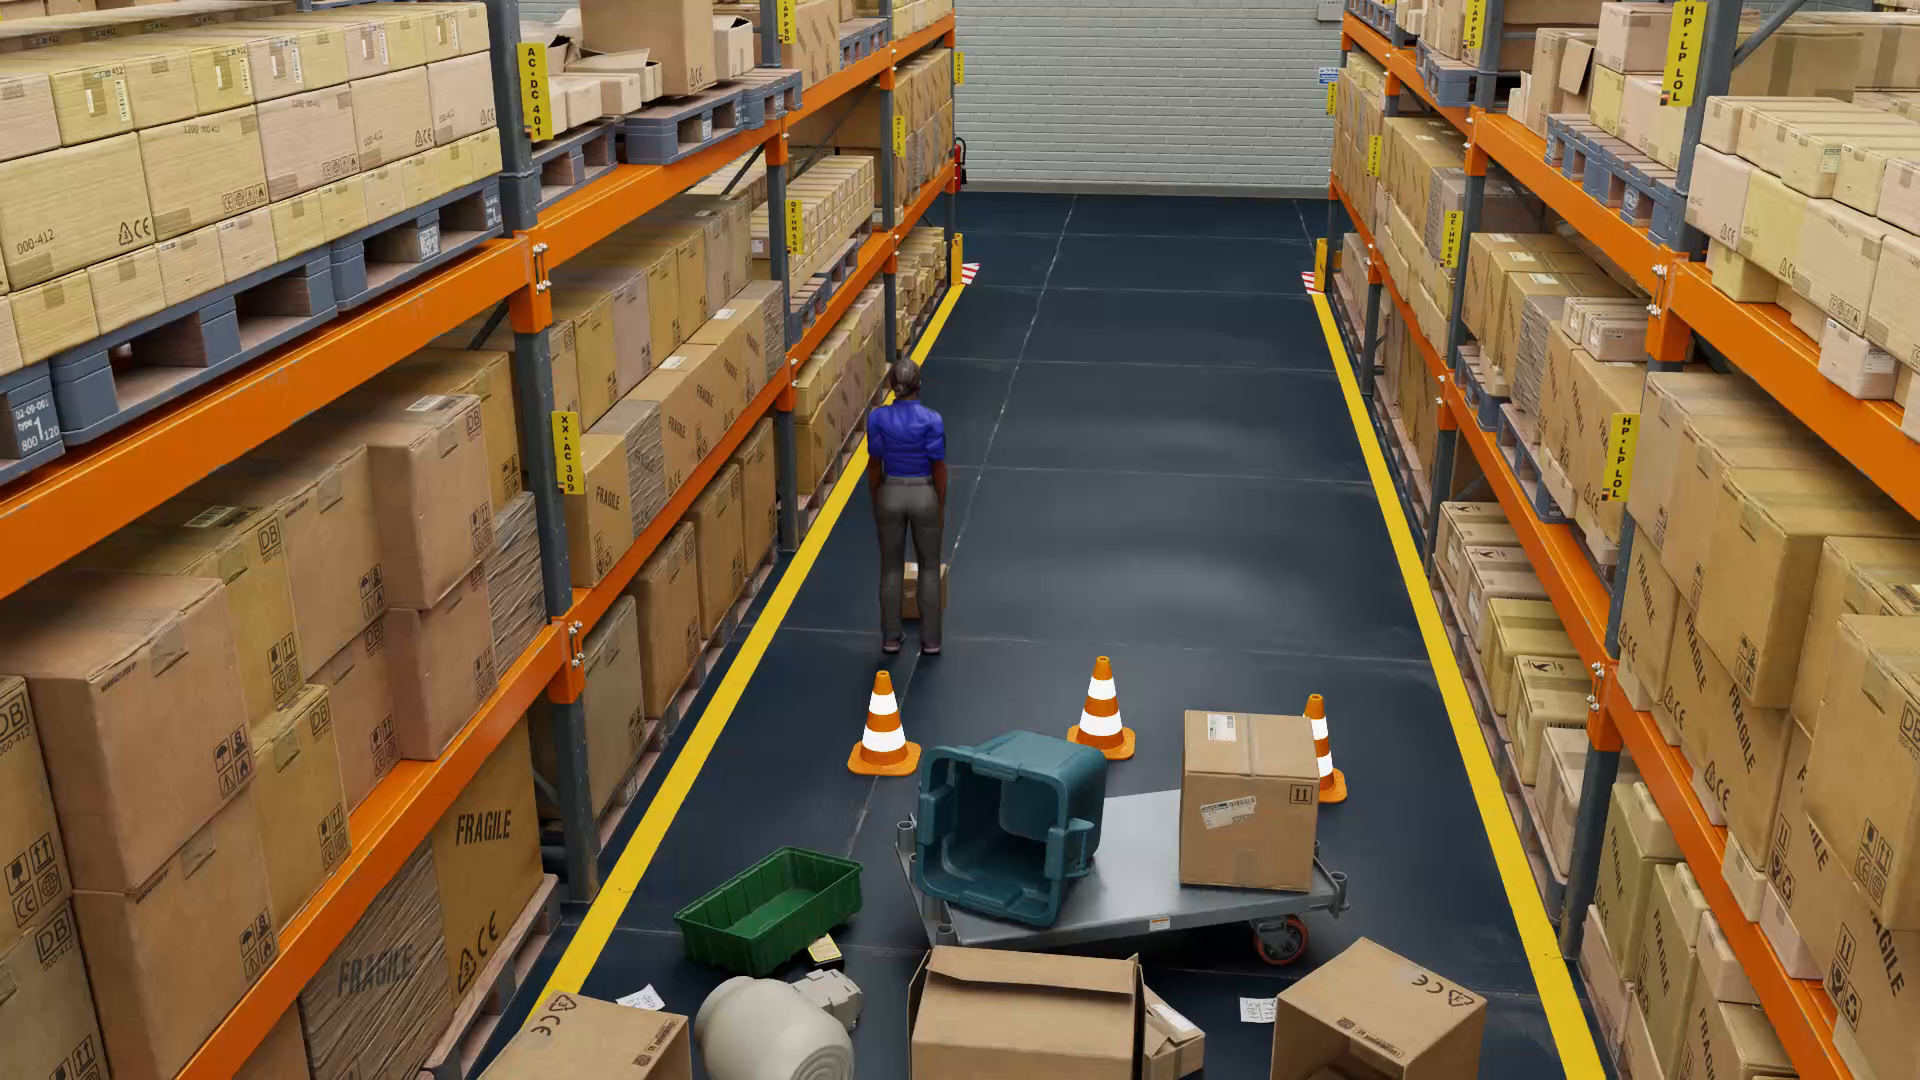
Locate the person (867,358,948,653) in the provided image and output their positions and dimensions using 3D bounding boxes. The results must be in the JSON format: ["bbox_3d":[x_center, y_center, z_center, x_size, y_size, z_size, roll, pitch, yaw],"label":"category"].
[{"bbox_3d":[-0.282,-0.187,9.041,0.442,1.661,0.307,3,21,7],"label":"person"}]
